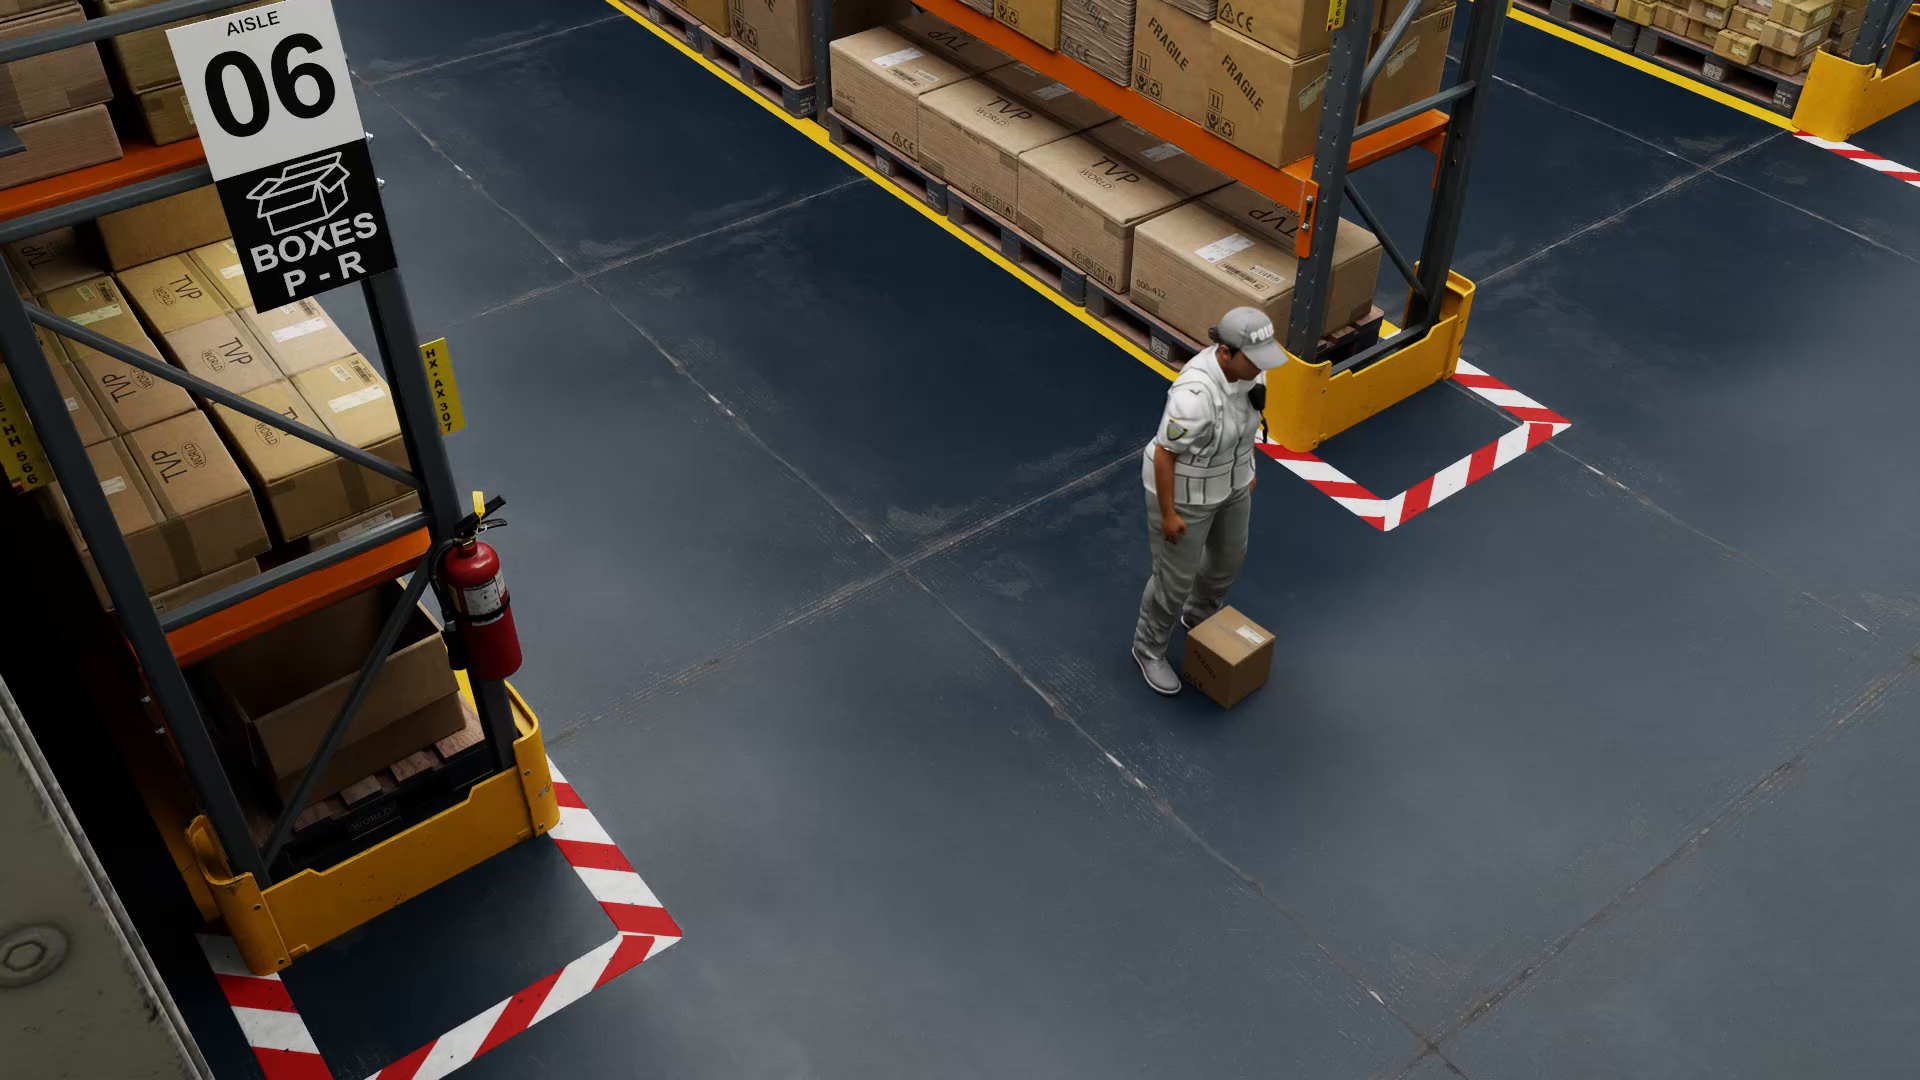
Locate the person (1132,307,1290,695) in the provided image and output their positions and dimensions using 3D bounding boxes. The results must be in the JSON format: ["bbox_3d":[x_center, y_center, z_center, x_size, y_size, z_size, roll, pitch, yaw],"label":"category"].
[{"bbox_3d":[0.942,-0.178,6.361,0.558,1.665,0.468,-29,49,-30],"label":"person"}]
